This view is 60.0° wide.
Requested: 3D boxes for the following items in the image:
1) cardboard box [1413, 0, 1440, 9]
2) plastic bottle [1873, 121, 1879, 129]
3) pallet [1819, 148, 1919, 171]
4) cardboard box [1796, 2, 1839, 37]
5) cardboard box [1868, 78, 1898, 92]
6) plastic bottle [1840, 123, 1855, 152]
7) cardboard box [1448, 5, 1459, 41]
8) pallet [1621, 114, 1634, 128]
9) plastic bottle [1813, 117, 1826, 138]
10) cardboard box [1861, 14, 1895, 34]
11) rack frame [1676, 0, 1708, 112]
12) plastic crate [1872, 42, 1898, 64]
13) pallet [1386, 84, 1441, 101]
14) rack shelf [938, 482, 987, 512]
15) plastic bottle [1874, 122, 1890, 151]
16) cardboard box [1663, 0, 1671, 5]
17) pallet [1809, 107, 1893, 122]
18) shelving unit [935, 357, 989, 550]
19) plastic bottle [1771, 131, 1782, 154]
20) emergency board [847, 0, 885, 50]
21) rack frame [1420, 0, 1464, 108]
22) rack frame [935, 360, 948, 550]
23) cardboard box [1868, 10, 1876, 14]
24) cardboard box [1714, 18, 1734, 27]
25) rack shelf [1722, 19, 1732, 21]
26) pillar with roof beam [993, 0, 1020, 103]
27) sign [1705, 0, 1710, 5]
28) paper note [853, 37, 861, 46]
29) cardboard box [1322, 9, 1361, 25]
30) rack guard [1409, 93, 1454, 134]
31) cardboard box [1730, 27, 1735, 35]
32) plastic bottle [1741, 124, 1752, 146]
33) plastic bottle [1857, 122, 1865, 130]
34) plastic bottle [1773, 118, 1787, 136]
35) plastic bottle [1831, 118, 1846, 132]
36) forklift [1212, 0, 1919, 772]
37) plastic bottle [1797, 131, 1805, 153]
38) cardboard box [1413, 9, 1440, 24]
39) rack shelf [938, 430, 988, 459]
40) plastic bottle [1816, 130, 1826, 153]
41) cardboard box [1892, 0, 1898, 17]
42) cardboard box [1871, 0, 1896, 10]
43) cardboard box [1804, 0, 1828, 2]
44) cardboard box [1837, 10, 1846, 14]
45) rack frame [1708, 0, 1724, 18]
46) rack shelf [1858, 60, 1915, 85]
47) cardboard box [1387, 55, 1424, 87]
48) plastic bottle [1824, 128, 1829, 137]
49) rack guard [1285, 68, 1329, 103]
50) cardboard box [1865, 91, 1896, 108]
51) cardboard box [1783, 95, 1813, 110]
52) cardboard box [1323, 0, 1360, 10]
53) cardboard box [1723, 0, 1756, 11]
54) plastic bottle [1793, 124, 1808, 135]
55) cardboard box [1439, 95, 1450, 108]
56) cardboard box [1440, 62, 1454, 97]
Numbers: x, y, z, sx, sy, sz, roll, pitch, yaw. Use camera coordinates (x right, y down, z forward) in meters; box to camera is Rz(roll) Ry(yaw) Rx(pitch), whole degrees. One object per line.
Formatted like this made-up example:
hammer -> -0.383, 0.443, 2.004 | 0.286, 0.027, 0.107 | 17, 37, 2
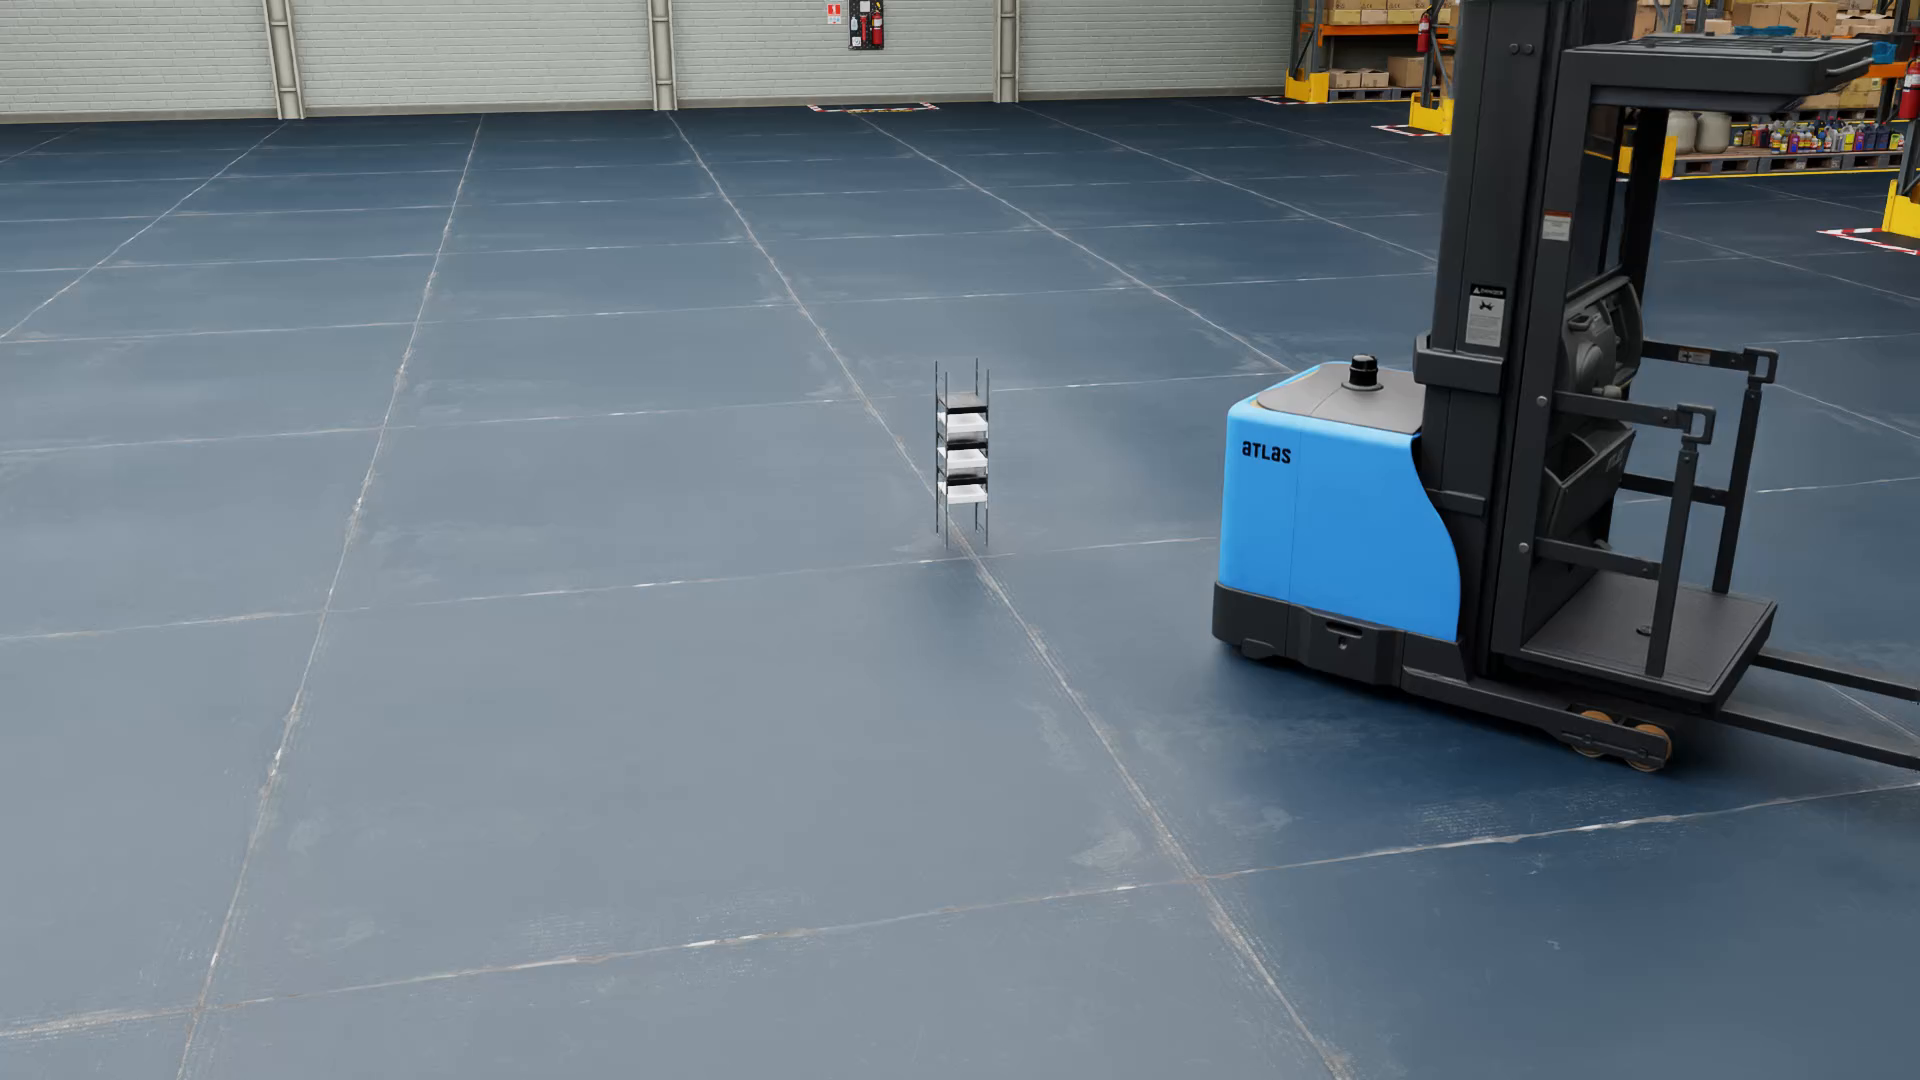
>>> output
cardboard box -> 8.191, -9.704, 29.543 | 0.500, 0.500, 0.500 | -4, 20, -11
plastic bottle -> 11.749, -5.220, 21.416 | 0.185, 0.351, 0.144 | -5, 21, -12
pallet -> 11.679, -5.008, 21.680 | 1.213, 0.211, 1.003 | -5, 21, -12
cardboard box -> 13.469, -8.240, 26.304 | 0.500, 0.500, 0.500 | -6, 21, -15
cardboard box -> 14.646, -7.377, 26.664 | 0.500, 0.311, 0.500 | -4, 21, -11
plastic bottle -> 11.281, -5.131, 21.173 | 0.185, 0.351, 0.144 | -5, 21, -13
cardboard box -> 7.771, -7.778, 25.042 | 0.500, 0.500, 0.700 | -5, 21, -12
pallet -> 10.422, -6.657, 26.180 | 1.213, 0.211, 1.003 | -5, 21, -12
plastic bottle -> 11.277, -5.380, 21.851 | 0.185, 0.351, 0.144 | -6, 21, -15
cardboard box -> 14.735, -8.276, 26.675 | 0.500, 0.311, 0.500 | -3, 20, -9
rack frame -> 11.206, -8.015, 25.834 | 0.127, 3.000, 1.000 | -5, 21, -12
plastic crate -> 11.328, -6.108, 20.845 | 0.616, 0.251, 0.499 | -5, 21, -12
pallet -> 8.227, -8.201, 30.395 | 1.213, 0.211, 1.003 | -5, 21, -12
rack shelf -> 0.008, -0.223, 8.235 | 0.200, 0.077, 0.258 | -5, 21, -12
plastic bottle -> 11.782, -5.172, 21.284 | 0.185, 0.351, 0.144 | -5, 21, -14
cardboard box -> 10.750, -8.254, 25.399 | 0.250, 0.149, 0.380 | -5, 21, -14
pallet -> 14.288, -6.970, 27.036 | 1.213, 0.211, 1.003 | -5, 21, -12
shelving unit -> 0.008, -0.423, 8.162 | 0.210, 0.900, 0.258 | -5, 21, -12
plastic bottle -> 10.286, -5.005, 20.943 | 0.097, 0.271, 0.097 | 0, 20, 0
emergency board -> -1.601, -9.044, 28.642 | 0.643, 1.169, 0.194 | -5, 21, -12
rack frame -> 7.313, -7.698, 24.970 | 0.127, 3.000, 1.000 | -5, 21, -12
rack frame -> -0.091, -0.415, 8.140 | 0.006, 0.900, 0.240 | -5, 21, -12
cardboard box -> 17.344, -10.048, 31.720 | 0.250, 0.149, 0.380 | -4, 21, -11
cardboard box -> 12.019, -8.083, 26.215 | 0.258, 0.266, 0.396 | -5, 21, -14
rack shelf -> 15.901, -9.810, 31.780 | 4.000, 0.370, 1.077 | -5, 21, -12
pillar with roof beam -> 1.804, -10.602, 24.175 | 0.400, 9.000, 9.100 | -5, 21, -12
sign -> 11.335, -8.273, 25.165 | 0.005, 0.325, 0.100 | -5, 21, -12
paper note -> -1.789, -8.639, 28.818 | 0.142, 0.148, 0.016 | -5, 21, -12
cardboard box -> 6.718, -9.228, 29.333 | 0.500, 0.250, 0.500 | -5, 21, -14
rack guard -> 7.290, -6.523, 25.395 | 0.348, 0.500, 1.175 | -5, 21, -12
cardboard box -> 12.115, -7.899, 25.882 | 0.250, 0.149, 0.380 | -5, 21, -12
plastic bottle -> 10.245, -5.279, 21.674 | 0.133, 0.283, 0.061 | -4, 21, -11
plastic bottle -> 11.931, -5.404, 22.032 | 0.097, 0.271, 0.097 | 0, 20, 0
plastic bottle -> 10.683, -5.331, 21.719 | 0.185, 0.351, 0.144 | -4, 20, -10
plastic bottle -> 11.494, -5.346, 21.760 | 0.185, 0.351, 0.144 | -5, 21, -12
forklift -> 2.556, -0.745, 6.086 | 3.031, 2.935, 1.130 | 14, 24, 33
plastic bottle -> 10.619, -5.032, 21.017 | 0.097, 0.271, 0.097 | 0, 20, 0
cardboard box -> 8.209, -9.351, 29.670 | 0.500, 0.250, 0.500 | -4, 21, -12
rack shelf -> 0.008, -0.476, 8.142 | 0.200, 0.077, 0.258 | -5, 21, -12
plastic bottle -> 10.914, -5.056, 21.083 | 0.097, 0.271, 0.097 | 0, 20, 0
cardboard box -> 18.379, -10.484, 32.139 | 0.700, 0.700, 0.980 | -4, 21, -12
cardboard box -> 17.456, -10.381, 31.687 | 0.500, 0.500, 0.500 | -5, 21, -13
cardboard box -> 15.987, -10.259, 31.354 | 0.500, 0.500, 0.500 | -4, 21, -11
cardboard box -> 16.585, -10.005, 31.603 | 0.250, 0.149, 0.380 | -5, 21, -12
rack frame -> 13.955, -9.990, 31.224 | 0.127, 3.000, 1.000 | -5, 21, -12
rack shelf -> 10.396, -5.861, 20.999 | 4.000, 0.370, 1.077 | -5, 21, -12
cardboard box -> 8.144, -8.500, 30.153 | 0.500, 0.500, 0.700 | -6, 21, -16
plastic bottle -> 11.097, -5.124, 21.250 | 0.133, 0.283, 0.061 | -5, 21, -12
rack guard -> 6.244, -8.189, 29.942 | 0.348, 0.500, 1.175 | -5, 21, -12
cardboard box -> 14.643, -7.114, 26.763 | 0.500, 0.250, 0.500 | -4, 21, -11
cardboard box -> 13.152, -6.992, 26.428 | 0.500, 0.250, 0.500 | -4, 21, -11
cardboard box -> 6.704, -9.585, 29.217 | 0.500, 0.500, 0.500 | -5, 21, -12
cardboard box -> 14.487, -10.138, 31.023 | 0.500, 0.500, 0.500 | -4, 21, -11
plastic bottle -> 10.922, -5.263, 21.642 | 0.135, 0.276, 0.152 | -5, 21, -12
cardboard box -> 7.767, -6.746, 25.756 | 0.500, 0.250, 0.500 | -5, 21, -12
cardboard box -> 7.767, -7.099, 25.629 | 0.500, 0.500, 0.500 | -5, 21, -12
